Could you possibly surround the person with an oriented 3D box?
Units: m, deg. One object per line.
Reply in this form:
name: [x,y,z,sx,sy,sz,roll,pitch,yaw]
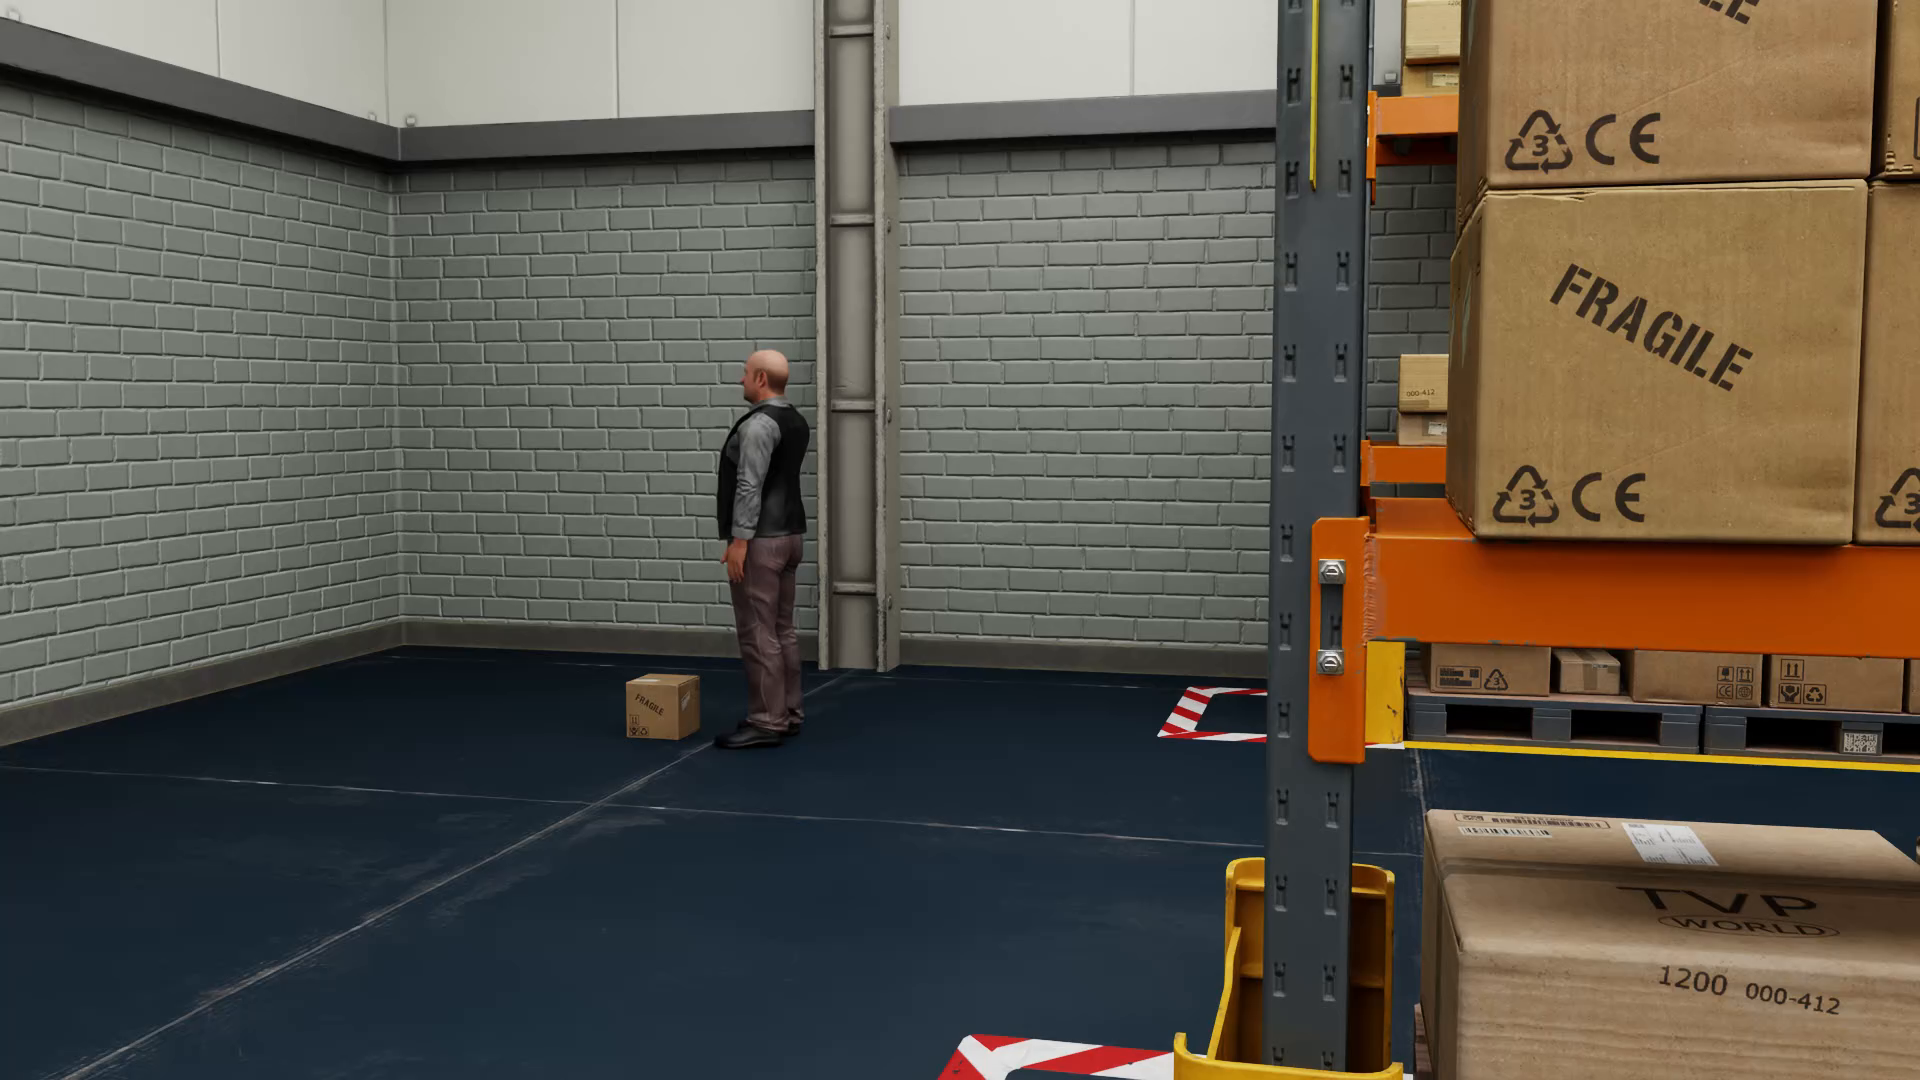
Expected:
person: [-0.872,0.075,7.320,0.357,1.639,0.537,1,5,15]
